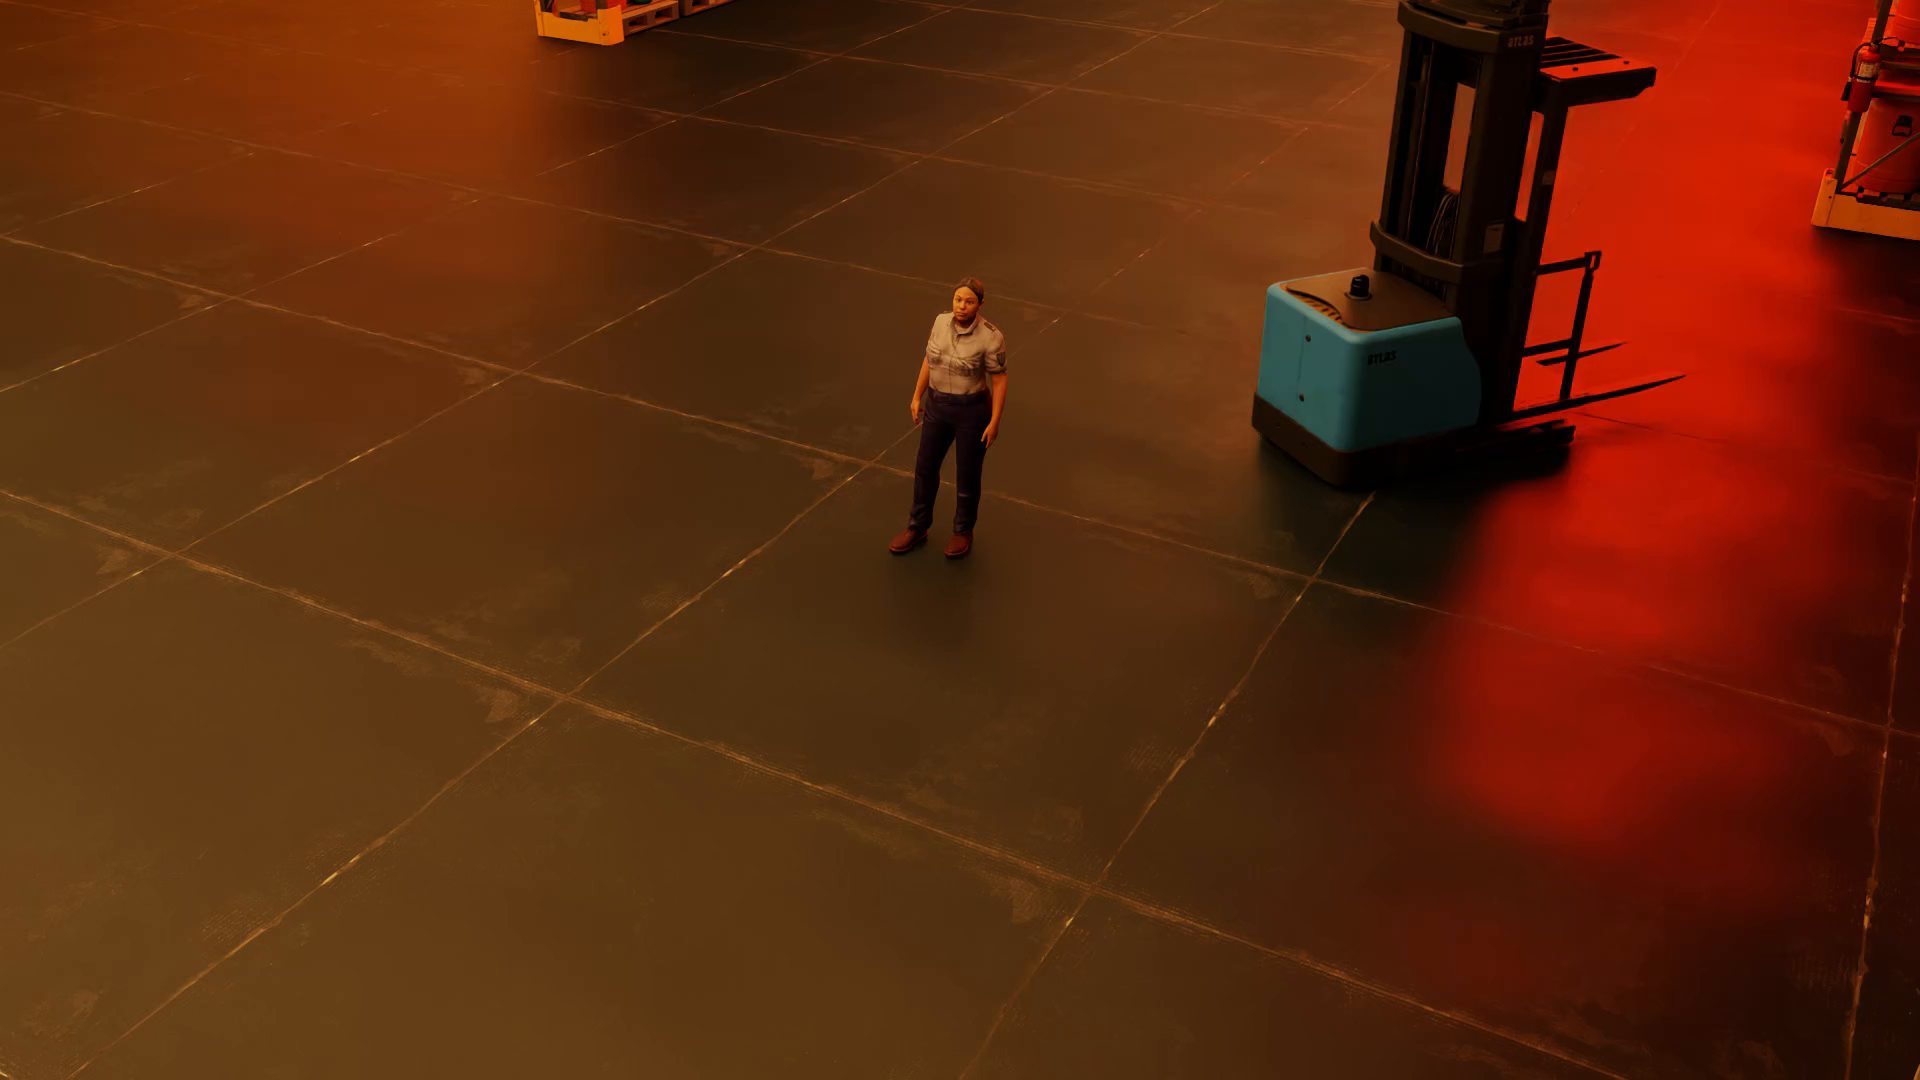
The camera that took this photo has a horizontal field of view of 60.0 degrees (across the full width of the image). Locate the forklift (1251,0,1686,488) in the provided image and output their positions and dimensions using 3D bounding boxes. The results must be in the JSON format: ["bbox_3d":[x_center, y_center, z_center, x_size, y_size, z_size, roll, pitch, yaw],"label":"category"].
[{"bbox_3d":[3.527,-2.073,10.662,3.031,2.935,1.130,-12,32,-20],"label":"forklift"}]

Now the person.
[{"bbox_3d":[-0.064,-0.686,9.529,0.598,1.651,0.502,15,33,25],"label":"person"}]
